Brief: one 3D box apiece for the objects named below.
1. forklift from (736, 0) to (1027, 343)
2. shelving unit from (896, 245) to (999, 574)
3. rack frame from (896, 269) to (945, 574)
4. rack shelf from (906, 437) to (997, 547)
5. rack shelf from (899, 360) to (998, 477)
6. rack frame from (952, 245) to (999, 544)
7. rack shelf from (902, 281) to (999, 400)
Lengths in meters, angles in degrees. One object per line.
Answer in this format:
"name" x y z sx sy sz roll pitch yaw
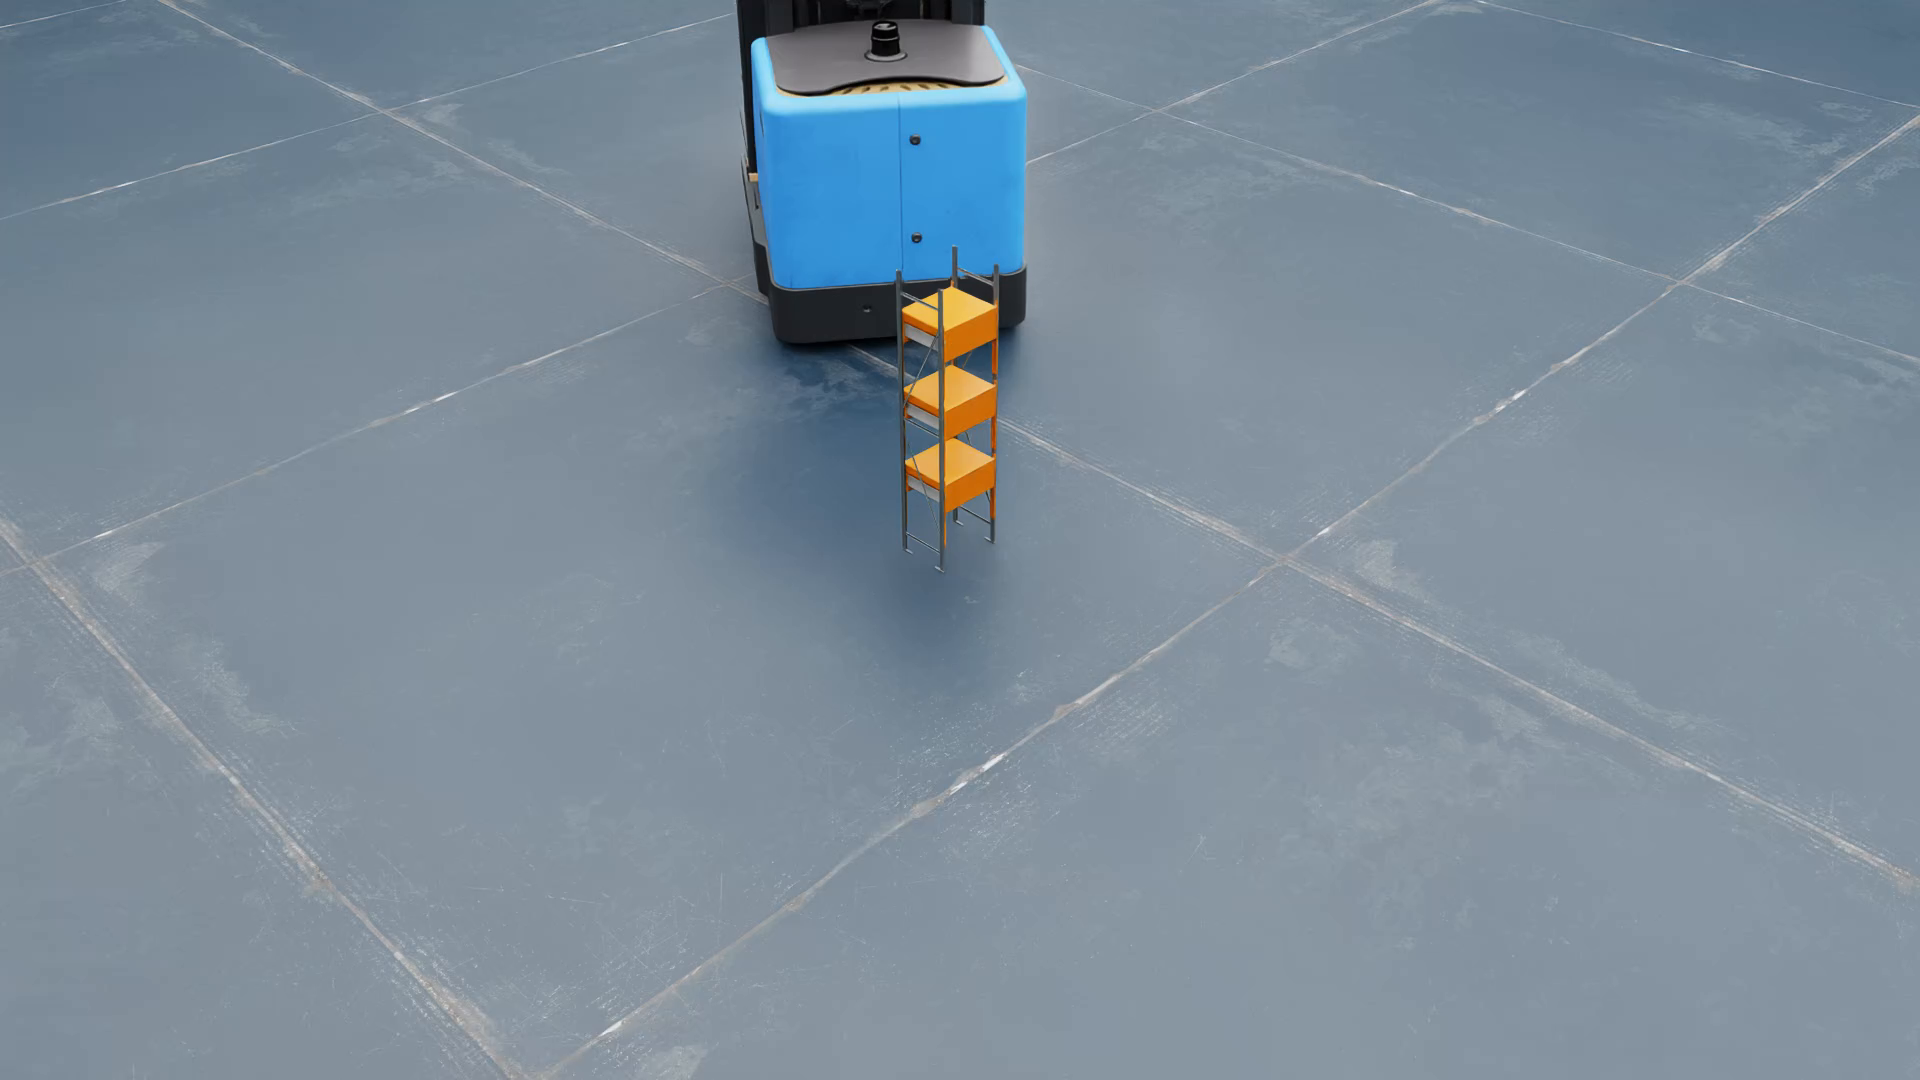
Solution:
"forklift" -0.475 -2.837 7.256 1.130 2.935 3.031 -5 35 -8
"shelving unit" -0.038 -0.409 5.419 0.215 1.050 0.252 30 45 35
"rack frame" -0.124 -0.359 5.348 0.200 1.050 0.008 30 45 35
"rack shelf" -0.038 -0.172 5.584 0.215 0.259 0.240 30 45 35
"rack shelf" -0.038 -0.400 5.425 0.215 0.259 0.240 30 45 35
"rack frame" 0.048 -0.458 5.490 0.200 1.050 0.008 30 45 35
"rack shelf" -0.038 -0.633 5.262 0.215 0.259 0.240 30 45 35
